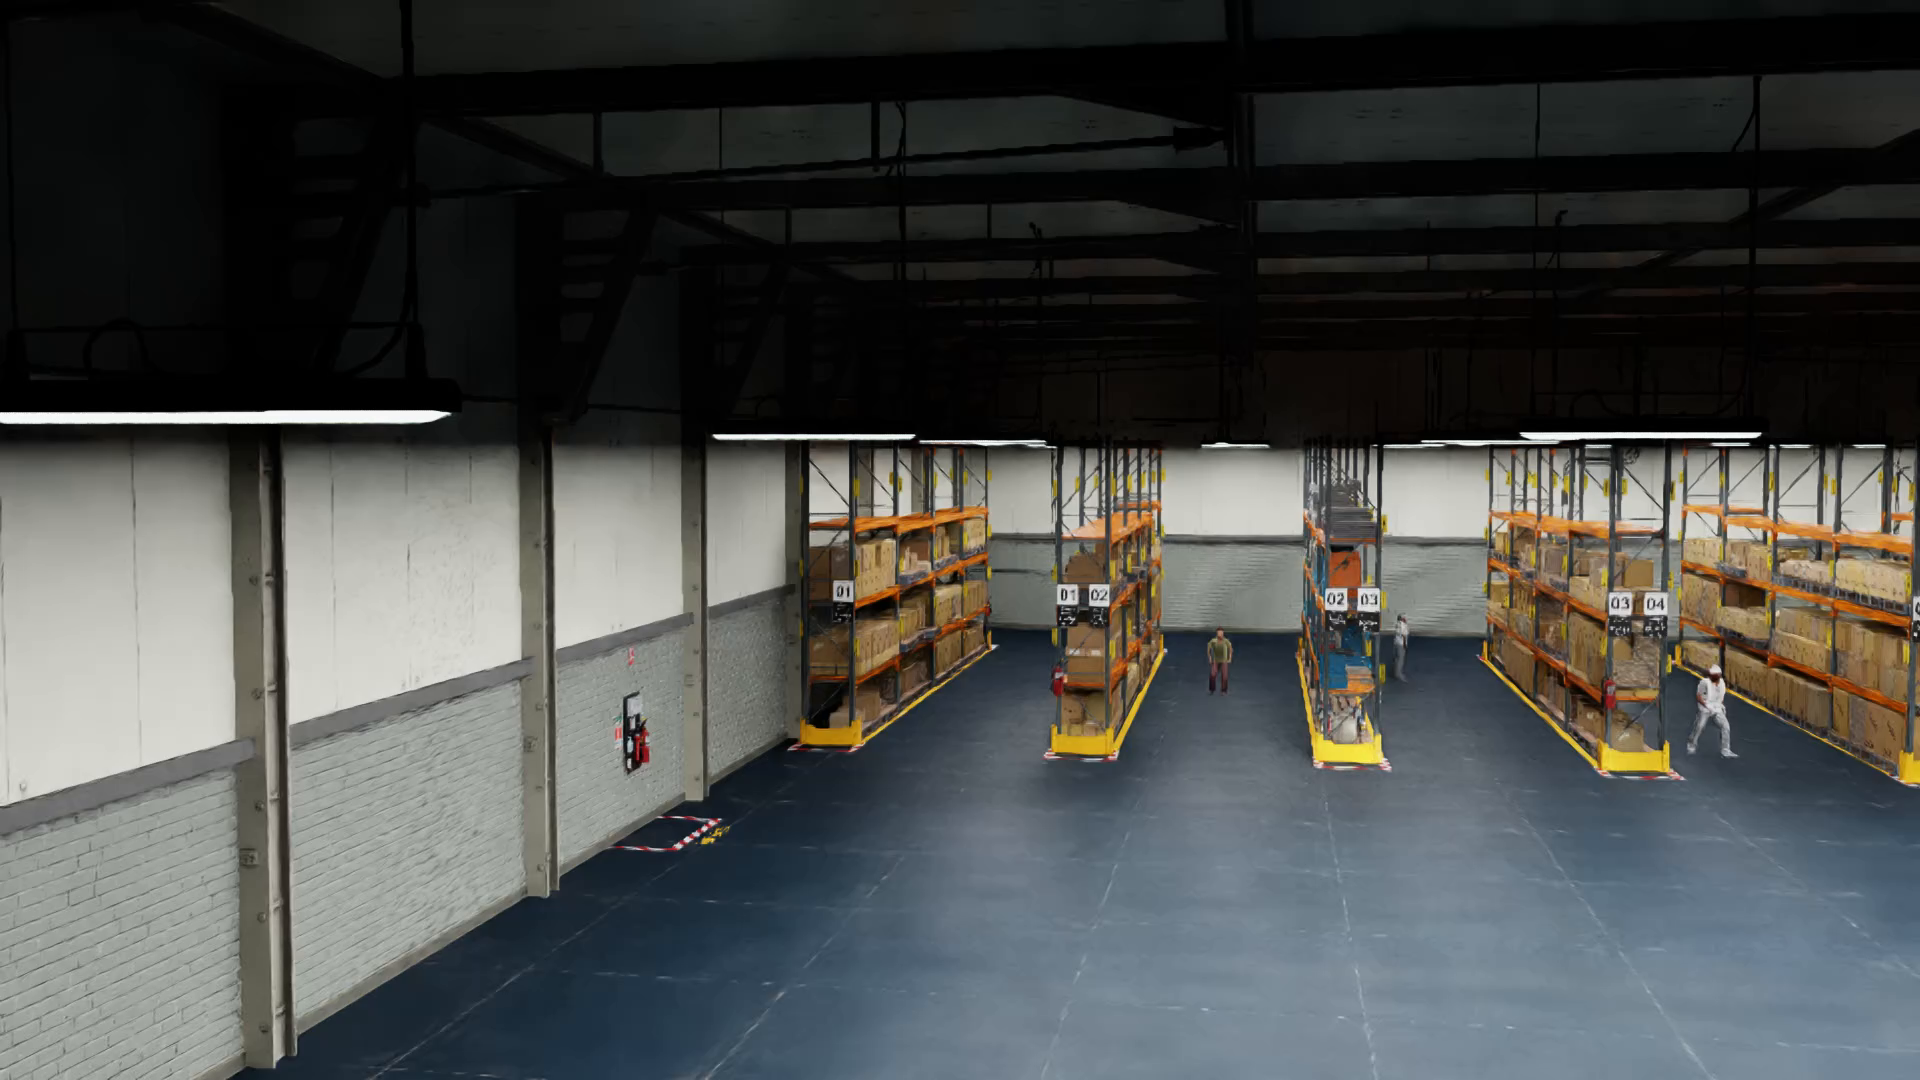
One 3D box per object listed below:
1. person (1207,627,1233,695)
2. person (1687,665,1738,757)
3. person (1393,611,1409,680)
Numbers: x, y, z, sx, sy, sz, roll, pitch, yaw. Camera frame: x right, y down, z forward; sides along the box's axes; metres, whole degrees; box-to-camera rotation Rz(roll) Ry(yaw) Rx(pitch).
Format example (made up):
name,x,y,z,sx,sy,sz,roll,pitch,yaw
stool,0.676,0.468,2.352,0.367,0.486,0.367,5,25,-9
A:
name,x,y,z,sx,sy,sz,roll,pitch,yaw
person,6.061,2.822,38.813,0.598,1.619,0.507,0,3,8
person,14.028,3.176,31.074,0.692,1.722,0.841,0,3,-7
person,11.012,2.623,41.493,0.371,1.682,0.581,0,3,-8
